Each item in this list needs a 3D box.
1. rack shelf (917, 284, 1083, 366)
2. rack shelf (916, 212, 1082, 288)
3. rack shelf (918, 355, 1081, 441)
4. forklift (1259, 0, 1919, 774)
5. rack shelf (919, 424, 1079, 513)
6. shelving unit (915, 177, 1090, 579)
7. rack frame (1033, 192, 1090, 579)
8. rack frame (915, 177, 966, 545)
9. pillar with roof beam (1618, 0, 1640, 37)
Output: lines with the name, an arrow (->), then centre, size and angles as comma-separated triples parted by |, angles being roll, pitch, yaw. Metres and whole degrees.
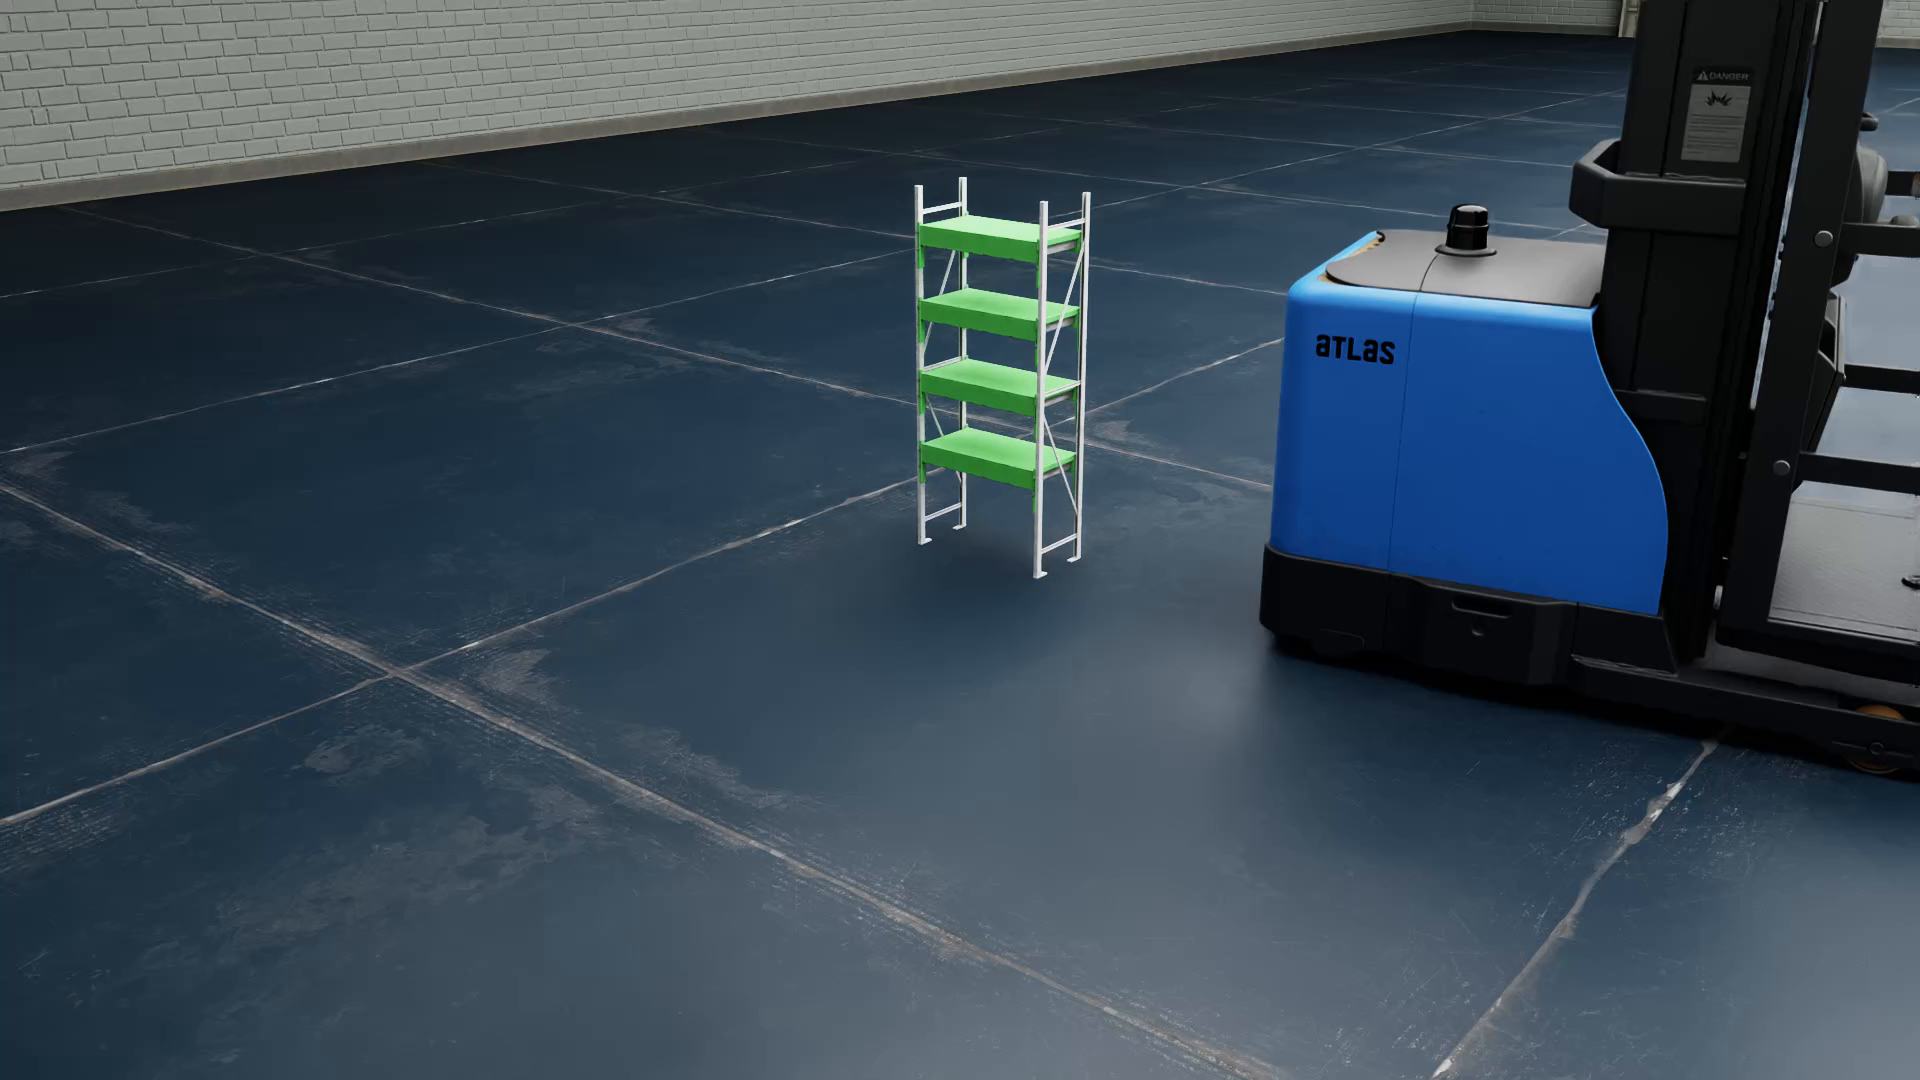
rack shelf -> 0.128, -0.689, 5.296 | 0.480, 0.148, 0.258 | 16, 26, 36
rack shelf -> 0.128, -0.914, 5.212 | 0.480, 0.148, 0.258 | 16, 26, 36
rack shelf -> 0.128, -0.465, 5.381 | 0.480, 0.148, 0.258 | 16, 26, 36
forklift -> 2.424, -0.974, 4.098 | 3.031, 2.935, 1.130 | 10, 23, 25
rack shelf -> 0.128, -0.240, 5.466 | 0.480, 0.148, 0.258 | 16, 26, 36
shelving unit -> 0.128, -0.524, 5.359 | 0.503, 1.200, 0.258 | 16, 26, 36
rack frame -> 0.317, -0.470, 5.214 | 0.015, 1.200, 0.240 | 16, 26, 36
rack frame -> -0.061, -0.579, 5.503 | 0.015, 1.200, 0.240 | 16, 26, 36
pillar with roof beam -> 8.864, -11.701, 23.945 | 0.400, 9.000, 9.100 | 16, 26, 36
